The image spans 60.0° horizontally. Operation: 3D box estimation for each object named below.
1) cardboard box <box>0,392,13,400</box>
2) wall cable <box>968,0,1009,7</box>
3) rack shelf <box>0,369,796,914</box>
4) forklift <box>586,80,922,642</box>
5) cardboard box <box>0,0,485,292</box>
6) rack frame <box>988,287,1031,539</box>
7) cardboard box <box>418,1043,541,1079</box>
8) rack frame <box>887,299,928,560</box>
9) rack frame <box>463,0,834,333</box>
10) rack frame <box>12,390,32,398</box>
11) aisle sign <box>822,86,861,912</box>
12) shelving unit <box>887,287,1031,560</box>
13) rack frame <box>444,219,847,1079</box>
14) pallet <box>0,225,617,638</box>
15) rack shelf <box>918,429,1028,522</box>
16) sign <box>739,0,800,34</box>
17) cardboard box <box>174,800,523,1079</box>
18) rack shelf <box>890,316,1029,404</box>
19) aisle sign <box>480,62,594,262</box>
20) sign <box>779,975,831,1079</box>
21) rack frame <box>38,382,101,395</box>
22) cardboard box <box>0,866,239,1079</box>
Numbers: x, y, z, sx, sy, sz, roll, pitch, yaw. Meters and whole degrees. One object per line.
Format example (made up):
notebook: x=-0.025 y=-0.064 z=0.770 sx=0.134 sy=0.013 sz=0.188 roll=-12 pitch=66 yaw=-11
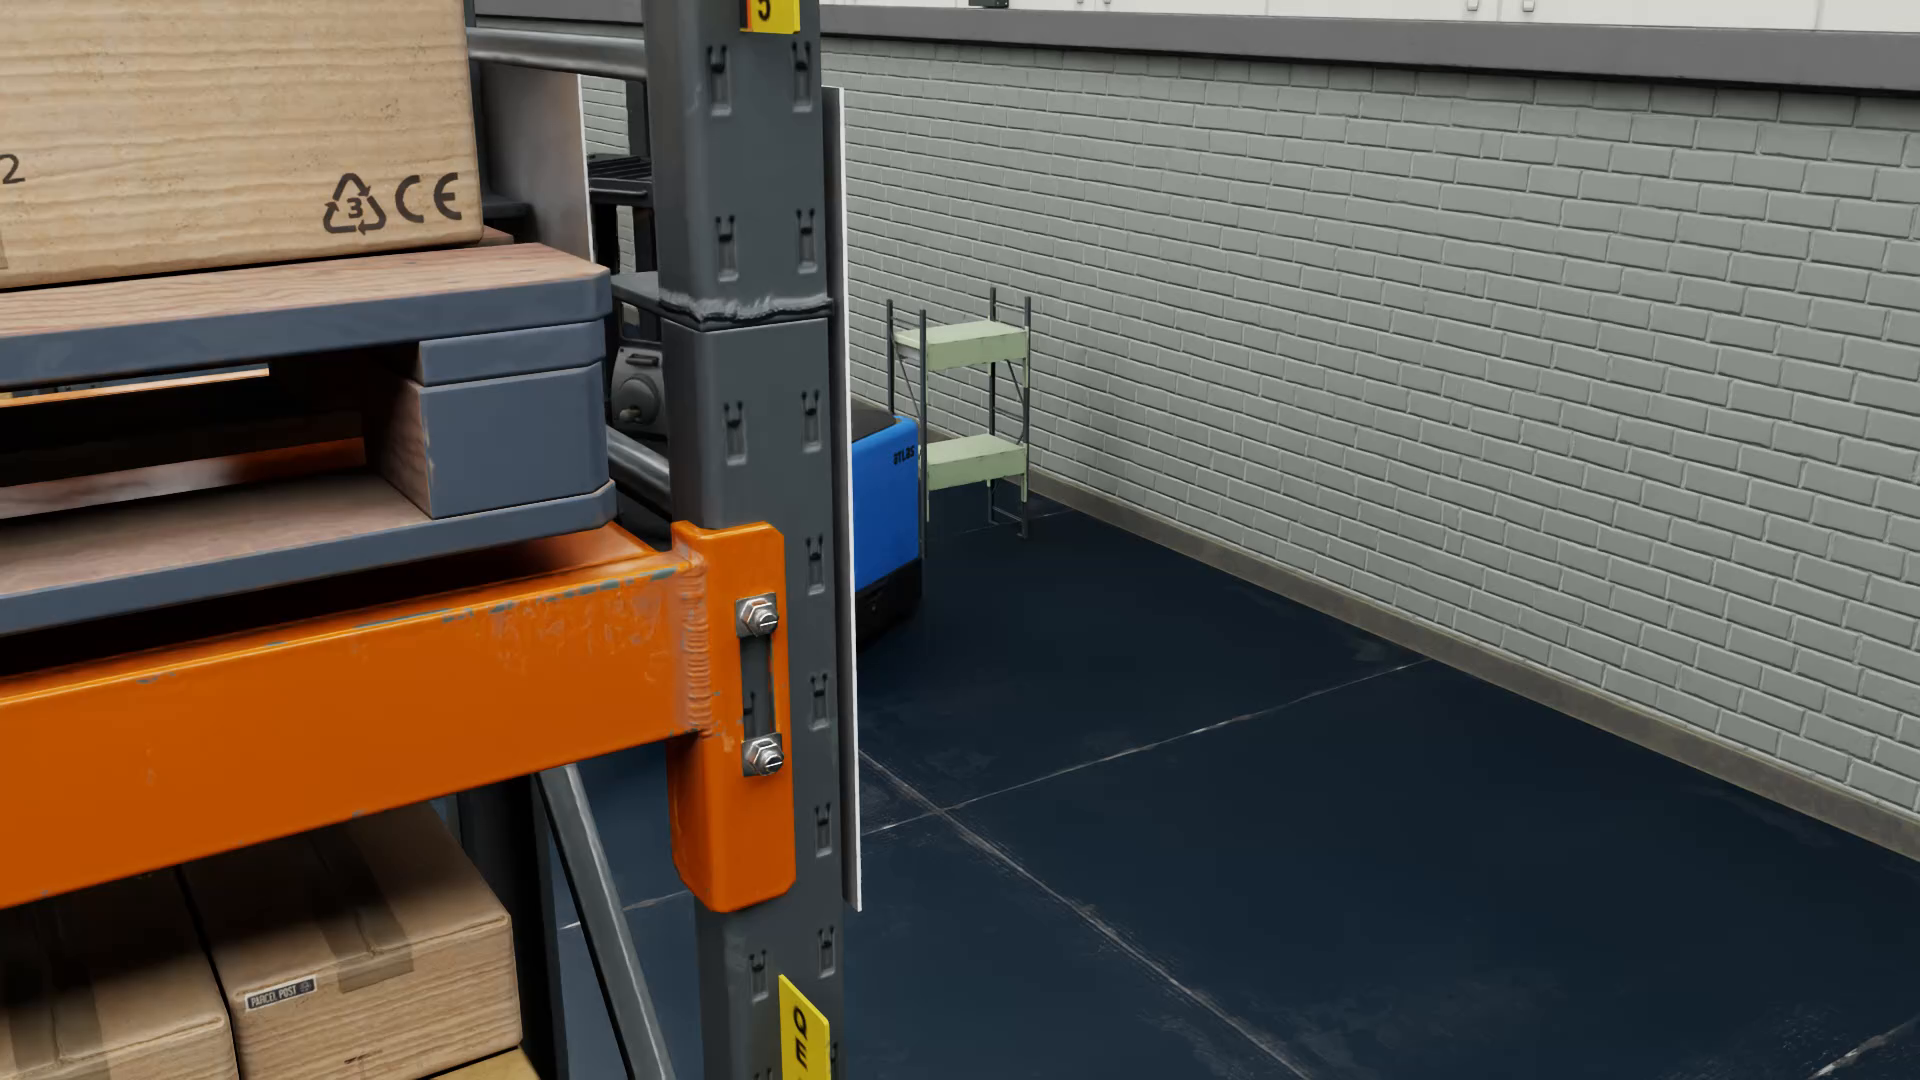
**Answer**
cardboard box: x=-3.490 y=-0.718 z=5.504 sx=0.500 sy=0.500 sz=0.500 roll=-12 pitch=22 yaw=-32
wall cable: x=0.730 y=-5.988 z=8.883 sx=0.120 sy=5.999 sz=2.277 roll=-12 pitch=22 yaw=-31
rack shelf: x=-2.108 y=0.375 z=0.892 sx=4.000 sy=0.370 sz=1.077 roll=-12 pitch=22 yaw=-31
forklift: x=-1.366 y=-0.684 z=7.690 sx=1.130 sy=2.935 sz=3.031 roll=10 pitch=21 yaw=28
cardboard box: x=-0.764 y=-0.390 z=1.454 sx=0.500 sy=0.250 sz=0.500 roll=-14 pitch=23 yaw=-36
rack frame: x=0.300 y=-0.774 z=10.192 sx=0.023 sy=1.500 sz=0.400 roll=-12 pitch=22 yaw=-31
cardboard box: x=-0.710 y=0.730 z=1.683 sx=0.500 sy=0.500 sz=0.500 roll=-11 pitch=22 yaw=-30
rack frame: x=-0.311 y=-0.645 z=9.810 sx=0.023 sy=1.500 sz=0.400 roll=-12 pitch=22 yaw=-31
rack frame: x=-0.438 y=-1.739 z=1.338 sx=0.127 sy=3.000 sz=1.000 roll=-12 pitch=22 yaw=-31
rack frame: x=-5.888 y=-1.548 z=10.140 sx=0.127 sy=3.000 sz=1.000 roll=-12 pitch=22 yaw=-31
aisle sign: x=-0.208 y=-0.058 z=1.675 sx=0.004 sy=0.787 sz=0.394 roll=-12 pitch=22 yaw=-31
shelving unit: x=-0.006 y=-0.709 z=10.001 sx=0.755 sy=1.500 sz=0.431 roll=-12 pitch=22 yaw=-31
rack frame: x=-0.438 y=1.103 z=2.299 sx=0.127 sy=3.000 sz=1.000 roll=-12 pitch=22 yaw=-31
pallet: x=-1.052 y=-0.143 z=1.438 sx=1.213 sy=0.211 sz=1.003 roll=-12 pitch=22 yaw=-31
rack shelf: x=-0.006 y=-0.400 z=10.106 sx=0.720 sy=0.370 sz=0.431 roll=-12 pitch=22 yaw=-31
sign: x=-0.151 y=-0.552 z=1.253 sx=0.005 sy=0.325 sz=0.100 roll=-12 pitch=22 yaw=-31
cardboard box: x=-0.628 y=0.391 z=1.674 sx=0.250 sy=0.149 sz=0.380 roll=-12 pitch=22 yaw=-31
rack shelf: x=-0.006 y=-1.079 z=9.876 sx=0.720 sy=0.370 sz=0.431 roll=-12 pitch=22 yaw=-31
aisle sign: x=-0.537 y=-0.219 z=2.150 sx=0.004 sy=0.787 sz=0.394 roll=-12 pitch=22 yaw=-31
sign: x=-0.151 y=0.590 z=1.639 sx=0.005 sy=0.325 sz=0.100 roll=-12 pitch=22 yaw=-31
rack frame: x=-3.245 y=-0.203 z=6.163 sx=0.127 sy=3.000 sz=1.000 roll=-12 pitch=22 yaw=-31
cardboard box: x=-0.827 y=0.442 z=1.522 sx=0.250 sy=0.149 sz=0.380 roll=-11 pitch=22 yaw=-30
